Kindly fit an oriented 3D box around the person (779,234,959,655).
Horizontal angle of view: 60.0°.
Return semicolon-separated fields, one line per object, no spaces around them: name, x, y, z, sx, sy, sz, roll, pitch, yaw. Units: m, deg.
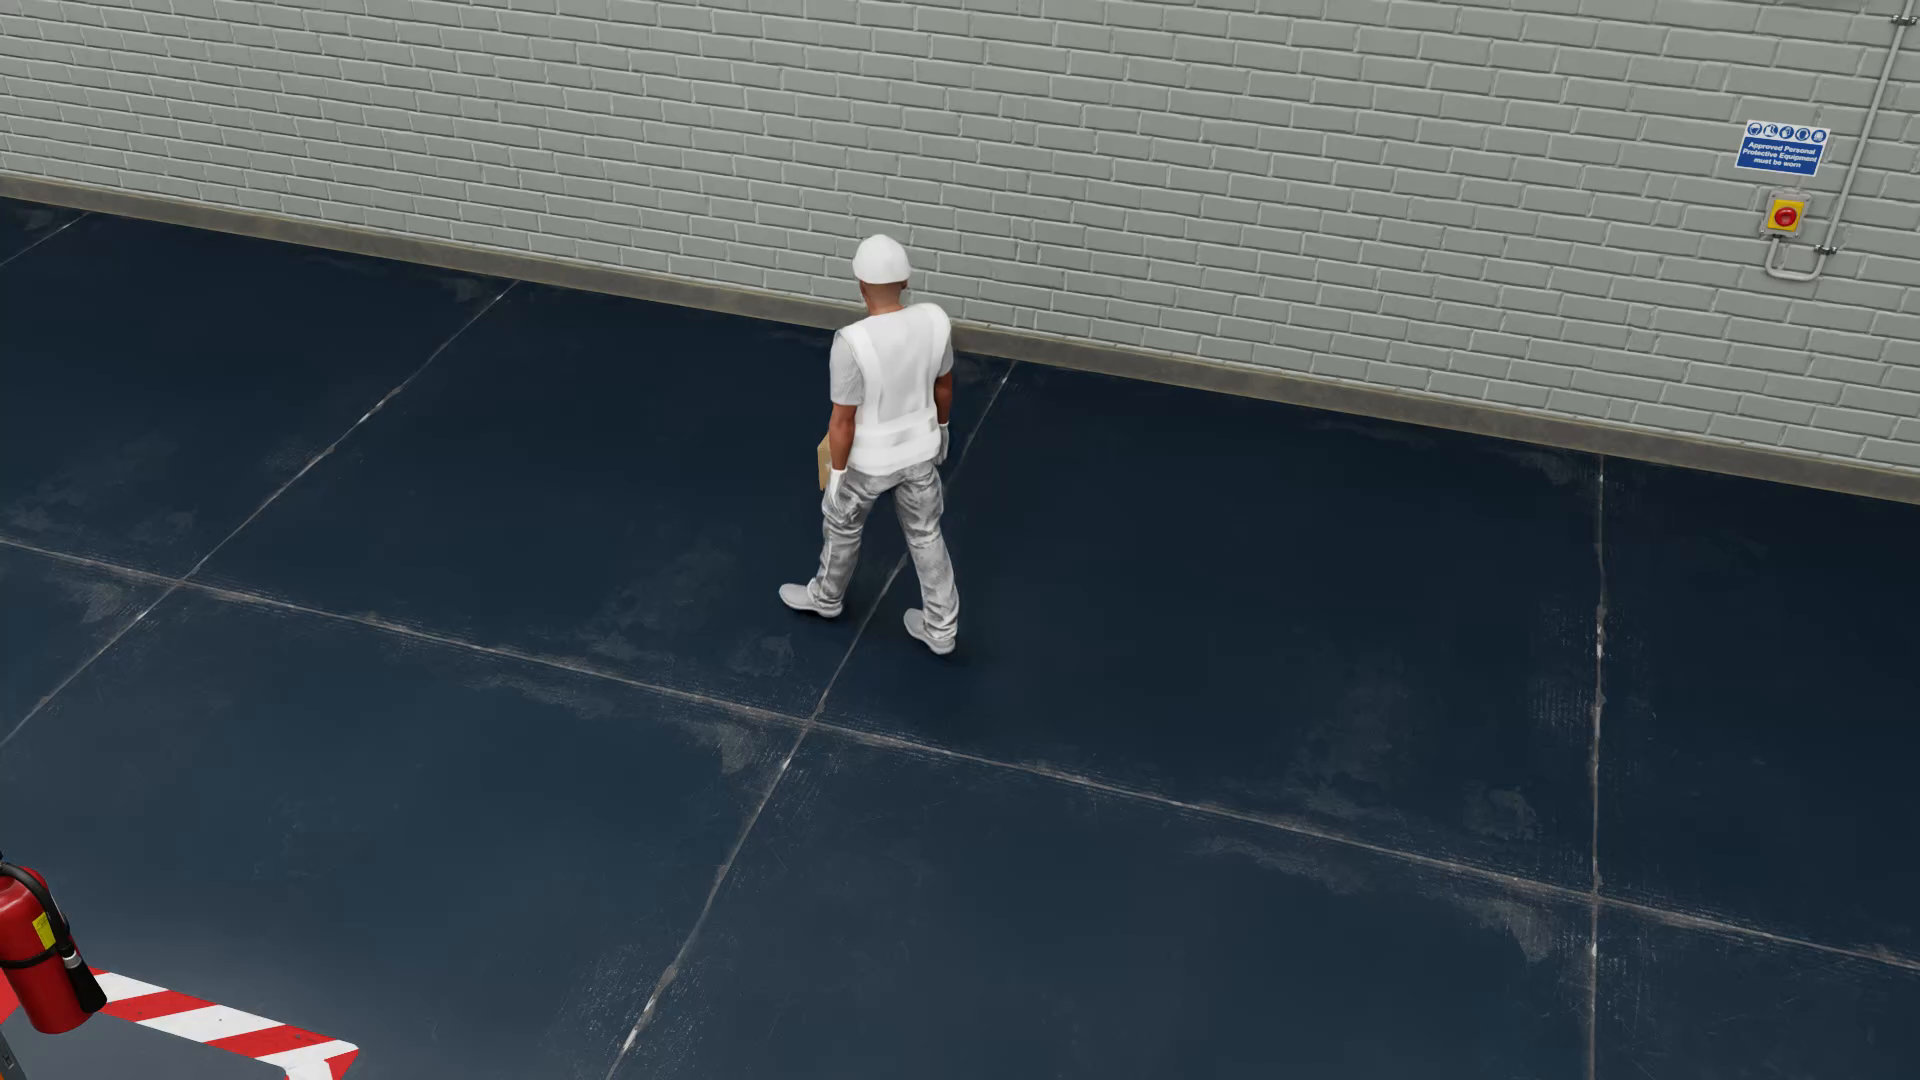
person;-0.323;-0.382;6.625;0.643;1.753;0.767;-22;42;-27
